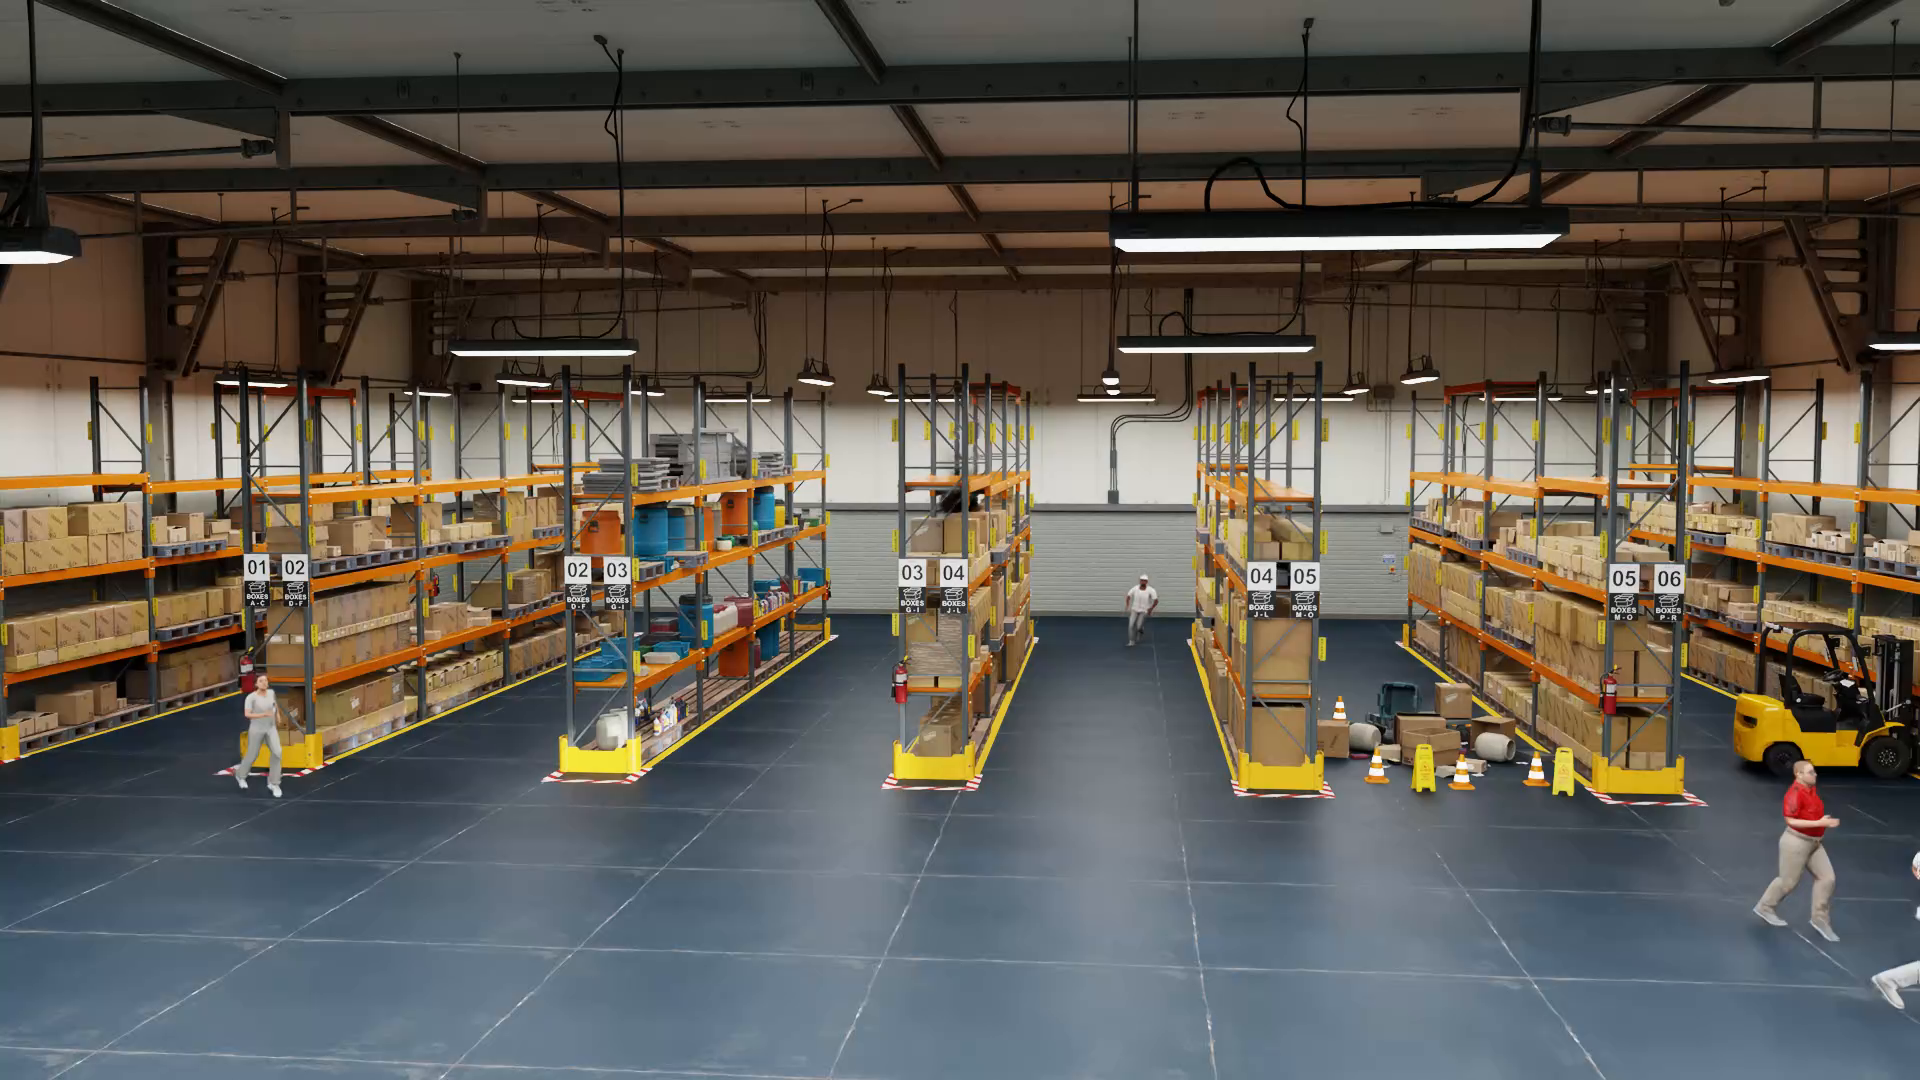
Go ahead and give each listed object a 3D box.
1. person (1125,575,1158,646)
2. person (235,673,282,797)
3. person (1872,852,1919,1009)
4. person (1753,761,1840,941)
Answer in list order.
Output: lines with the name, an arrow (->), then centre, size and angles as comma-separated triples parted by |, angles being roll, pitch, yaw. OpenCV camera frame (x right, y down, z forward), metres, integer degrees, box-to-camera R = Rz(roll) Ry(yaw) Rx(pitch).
person -> 4.250, 1.653, 39.025 | 0.751, 1.694, 0.555 | 2, 4, 24
person -> -9.734, 2.695, 23.142 | 0.894, 1.693, 0.576 | 3, 5, 40
person -> 8.264, 3.212, 14.029 | 0.954, 1.780, 0.664 | 3, 5, 35
person -> 8.366, 3.088, 16.575 | 0.643, 1.801, 0.819 | -3, 5, -37
